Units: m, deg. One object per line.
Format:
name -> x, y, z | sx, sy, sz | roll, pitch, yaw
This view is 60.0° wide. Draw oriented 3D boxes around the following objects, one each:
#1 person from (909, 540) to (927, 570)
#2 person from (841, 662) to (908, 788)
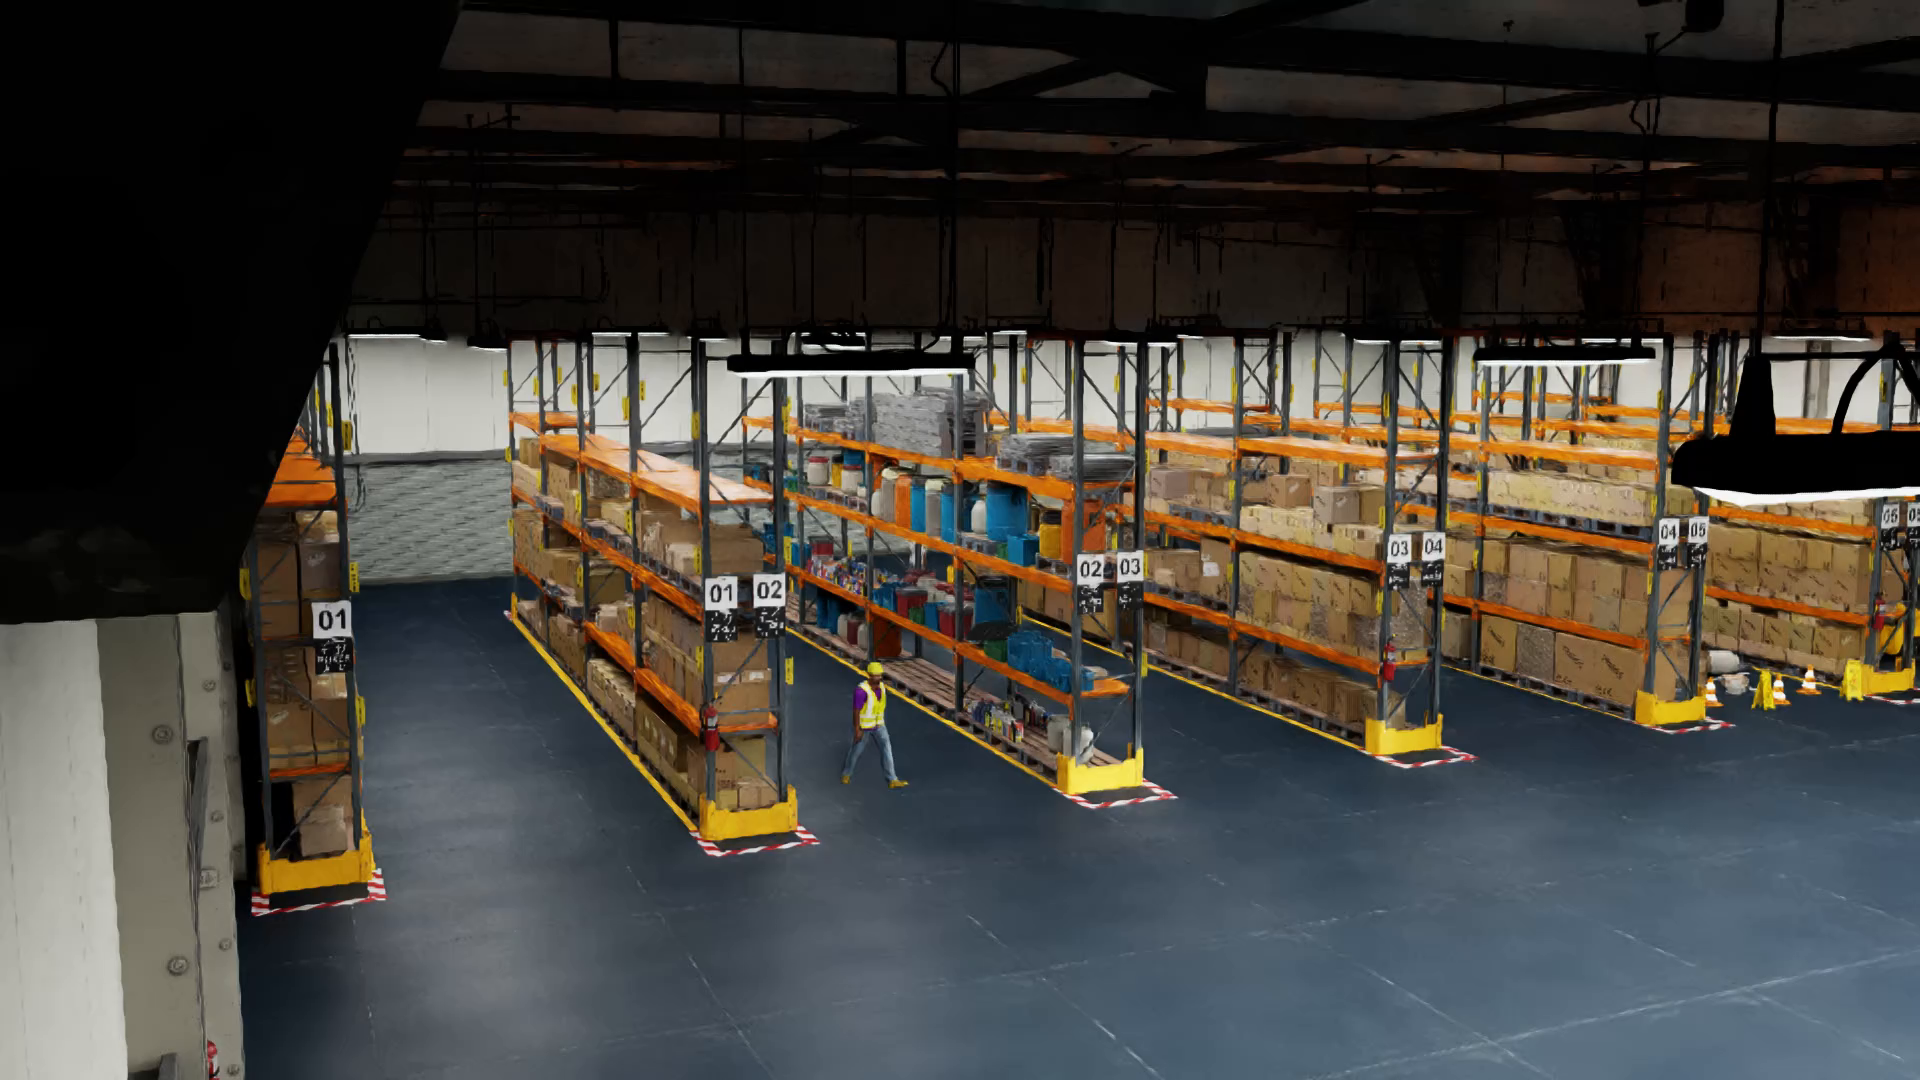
person -> -0.886, 0.530, 36.478 | 0.441, 1.683, 0.552 | -7, 11, -43
person -> -1.186, 2.472, 22.275 | 0.959, 1.721, 0.621 | 8, 11, 44
